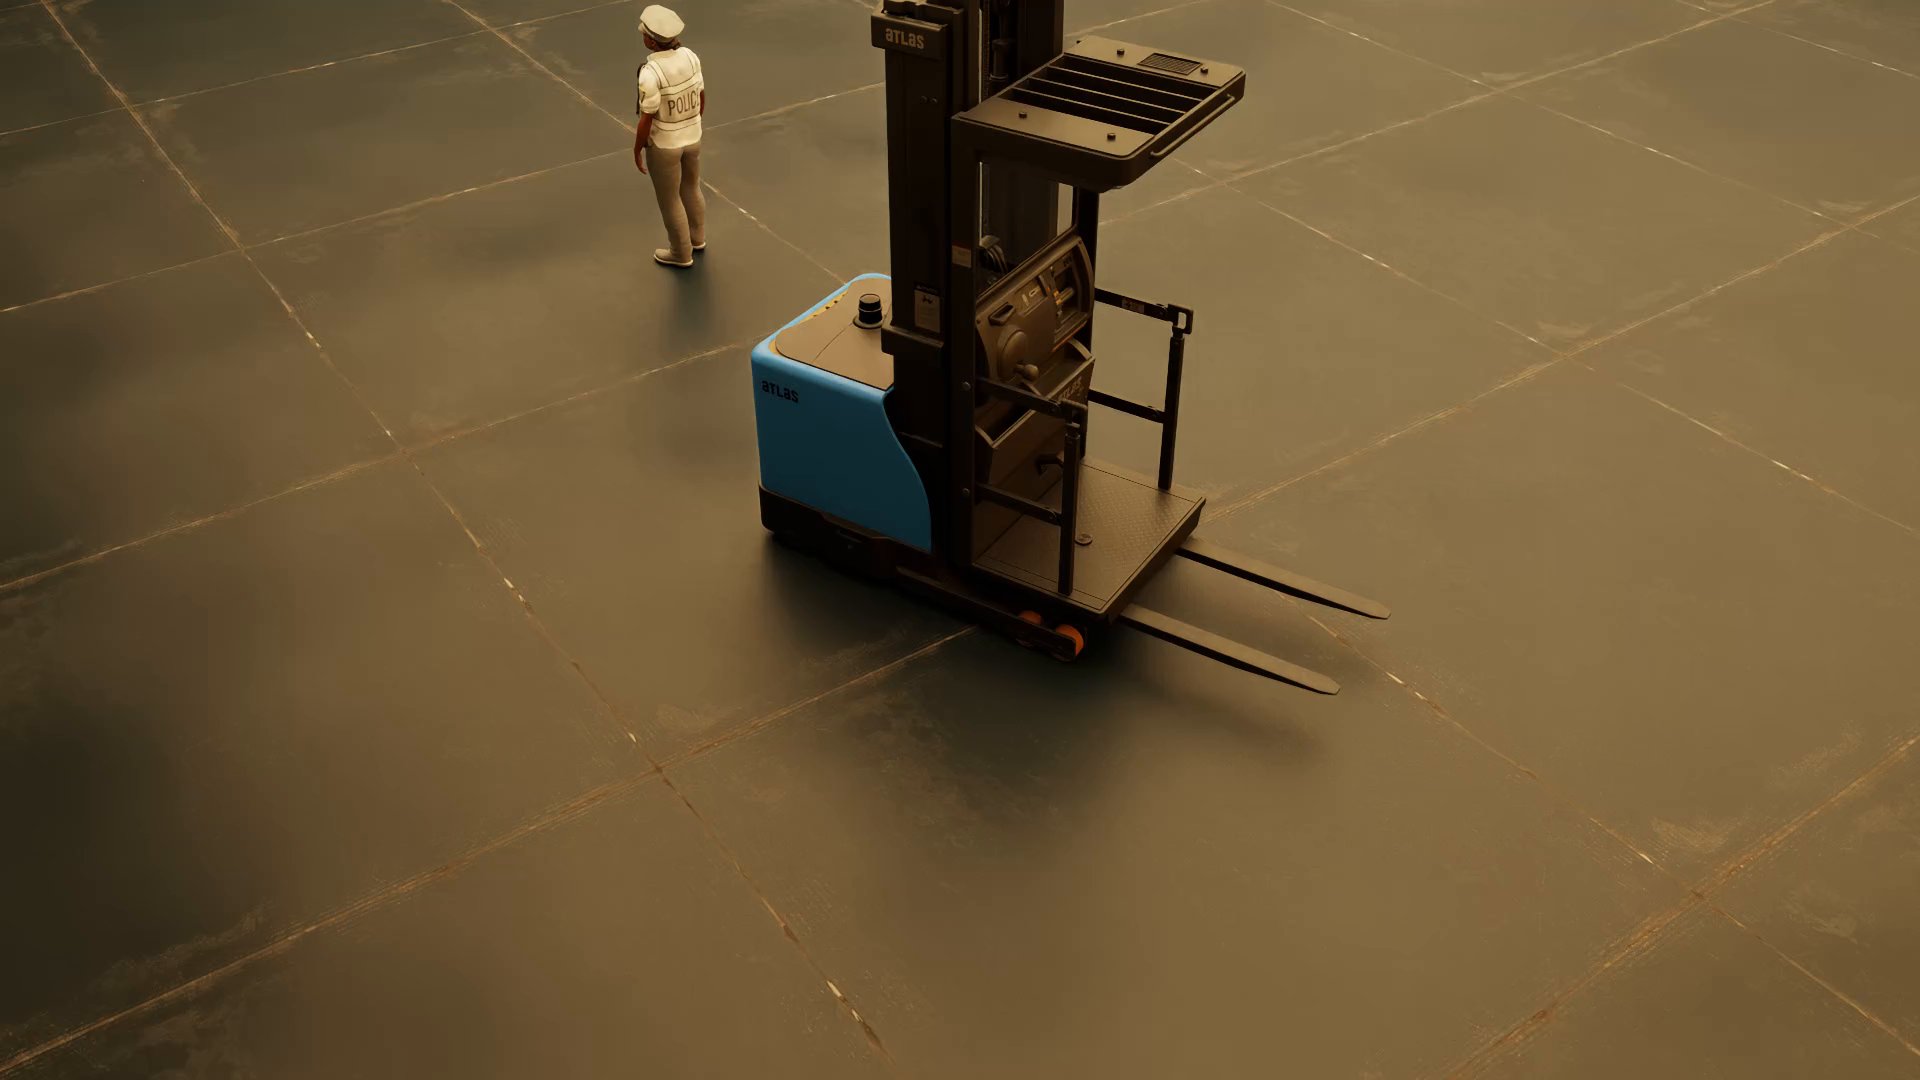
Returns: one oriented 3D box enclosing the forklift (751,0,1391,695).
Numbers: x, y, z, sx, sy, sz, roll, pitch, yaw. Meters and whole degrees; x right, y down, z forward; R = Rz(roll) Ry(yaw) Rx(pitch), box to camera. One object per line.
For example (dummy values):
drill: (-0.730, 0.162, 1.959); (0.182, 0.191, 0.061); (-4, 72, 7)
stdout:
forklift: (0.514, -0.985, 7.276); (3.031, 2.935, 1.130); (21, 41, 26)

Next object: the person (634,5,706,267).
person: (-1.836, -2.515, 10.373); (0.529, 1.697, 0.570); (26, 44, 31)
